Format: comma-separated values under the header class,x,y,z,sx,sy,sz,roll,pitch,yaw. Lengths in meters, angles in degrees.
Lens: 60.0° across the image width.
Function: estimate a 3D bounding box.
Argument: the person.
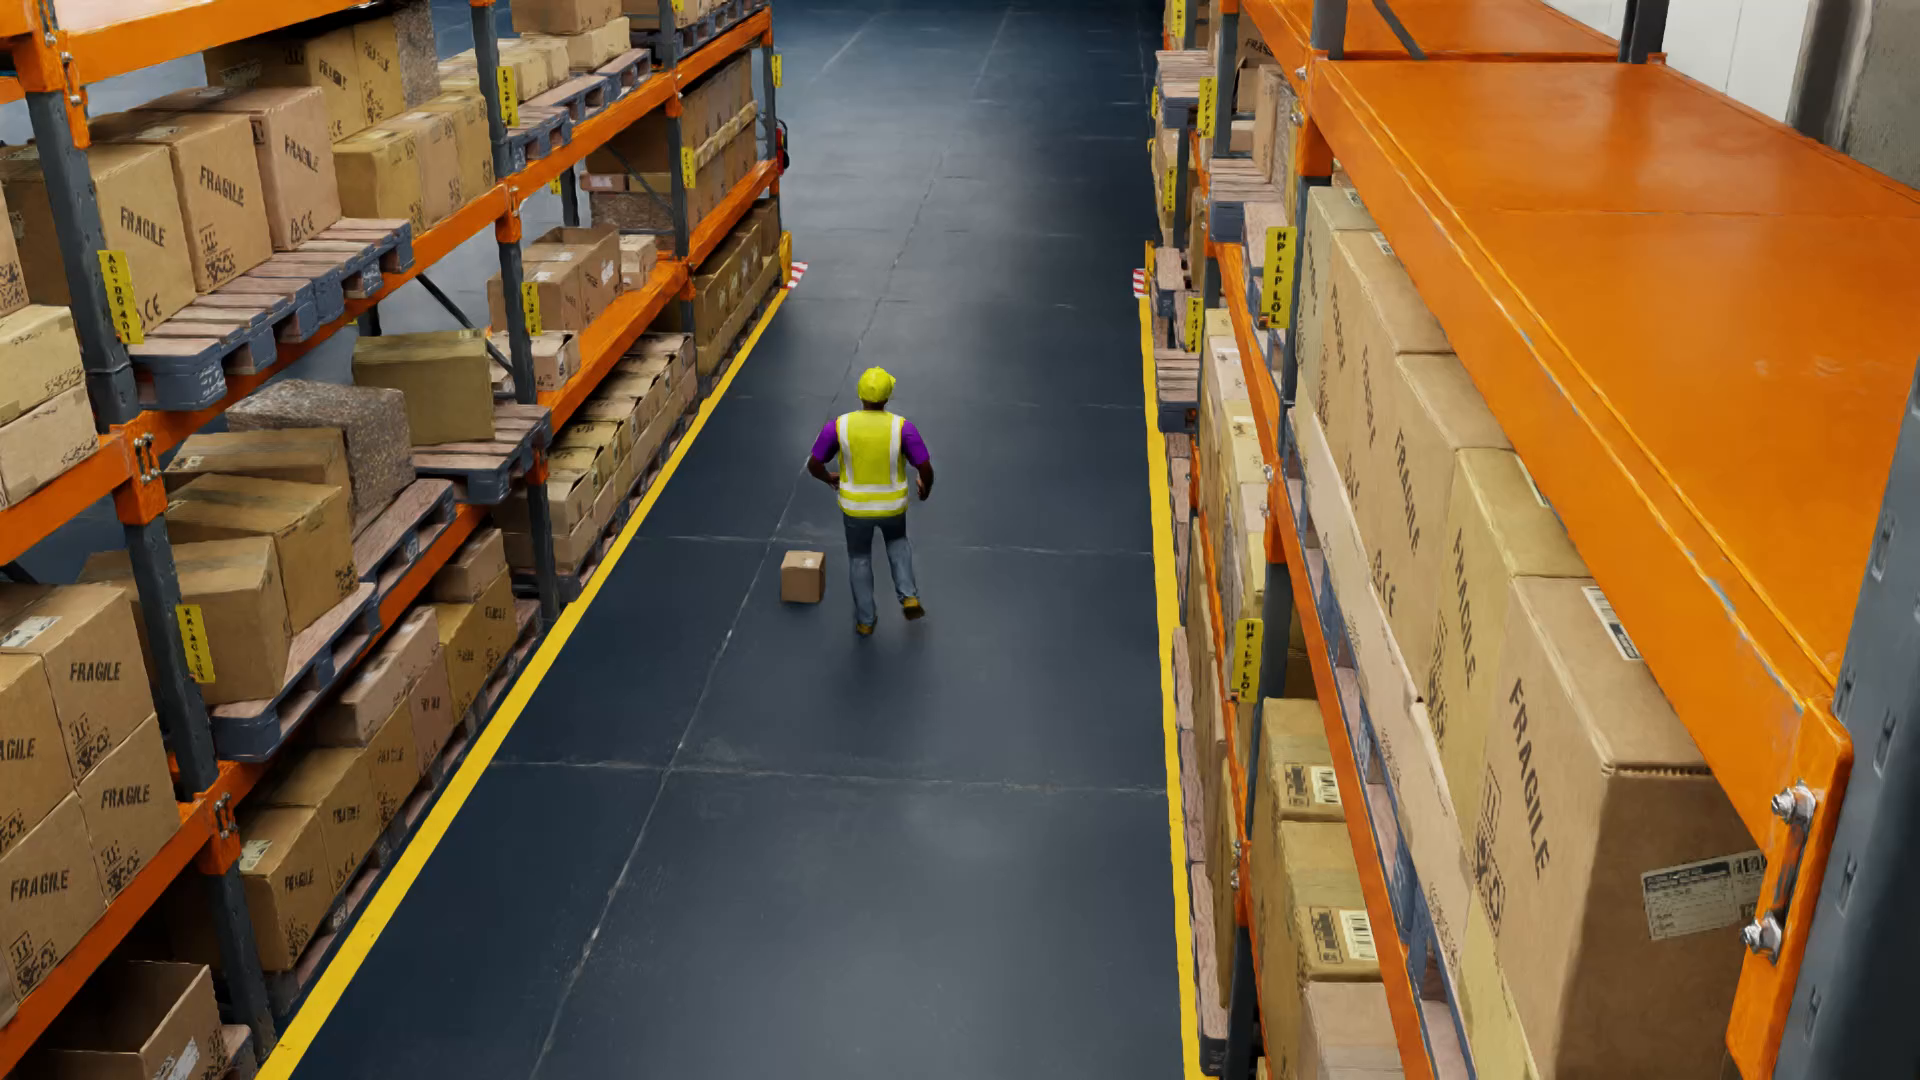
class,x,y,z,sx,sy,sz,roll,pitch,yaw
person,-0.547,-0.244,10.158,0.749,1.732,0.523,-3,25,-6
